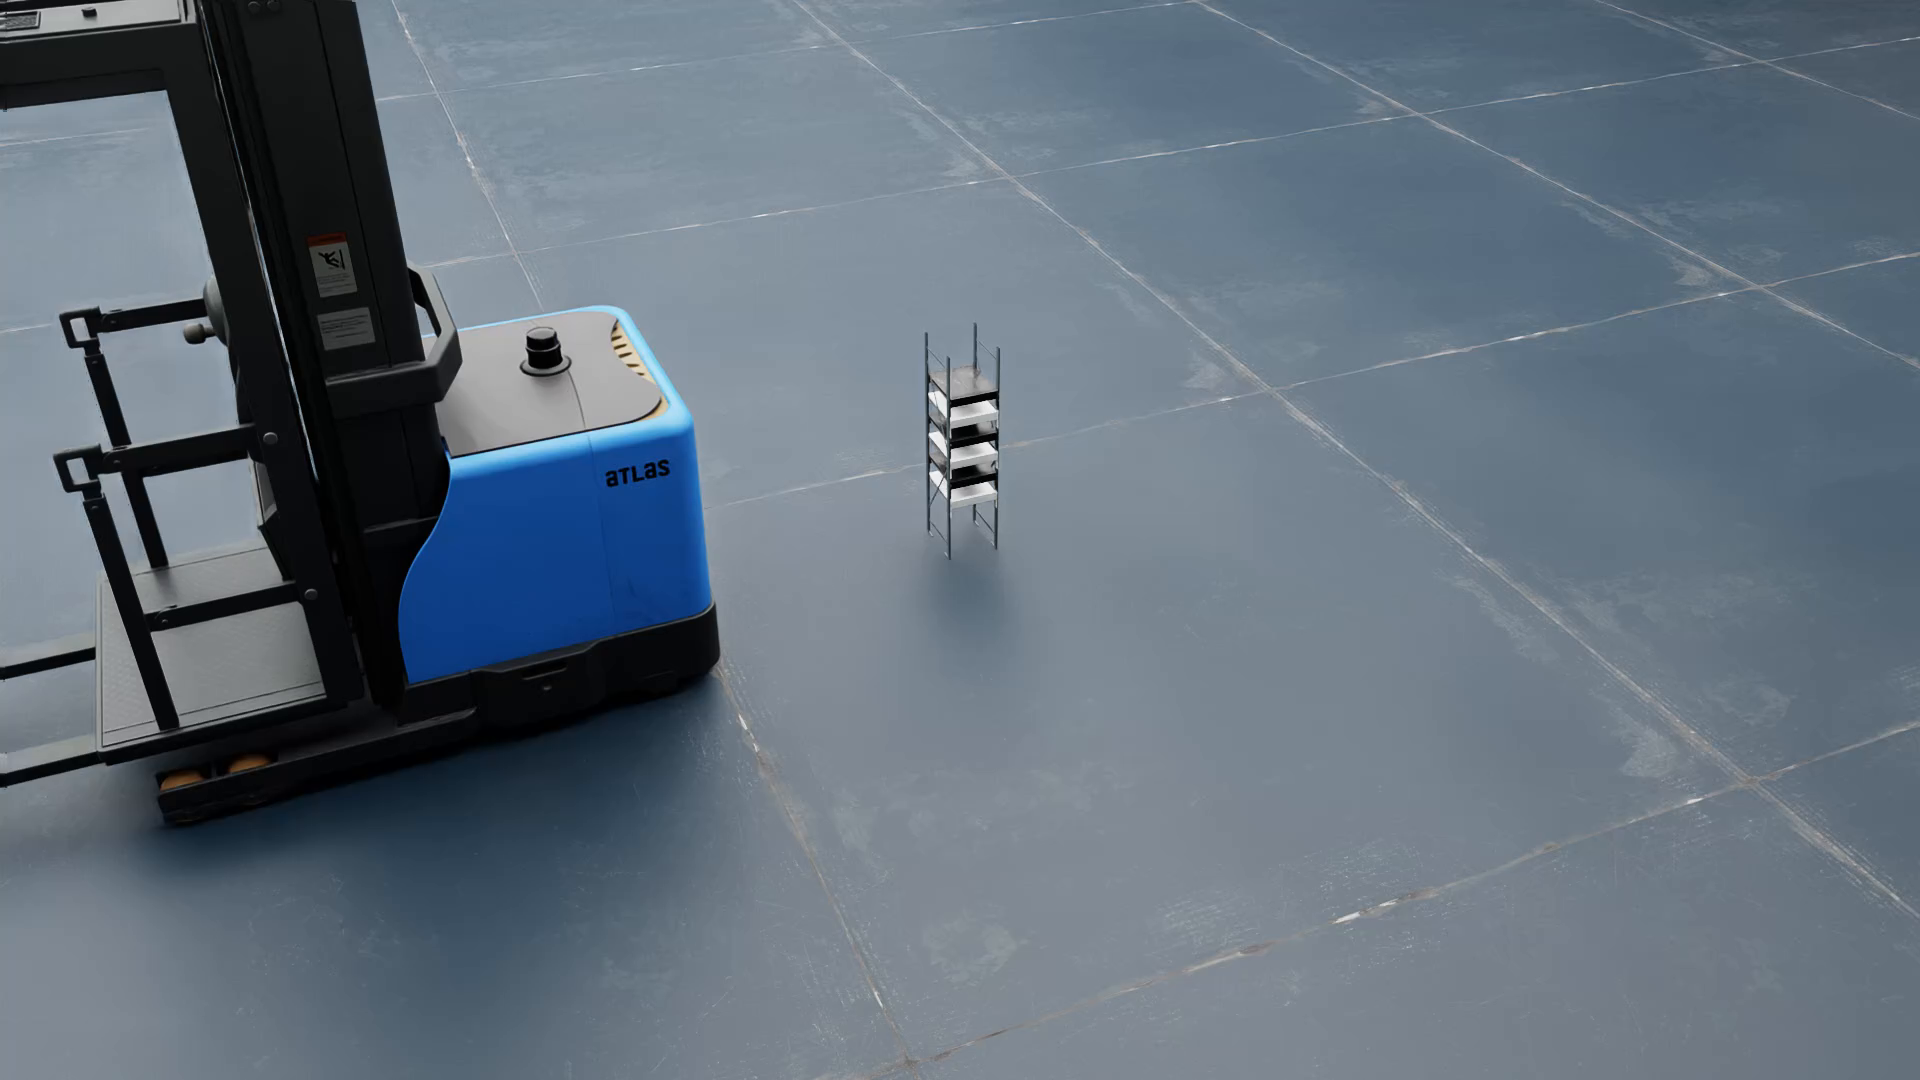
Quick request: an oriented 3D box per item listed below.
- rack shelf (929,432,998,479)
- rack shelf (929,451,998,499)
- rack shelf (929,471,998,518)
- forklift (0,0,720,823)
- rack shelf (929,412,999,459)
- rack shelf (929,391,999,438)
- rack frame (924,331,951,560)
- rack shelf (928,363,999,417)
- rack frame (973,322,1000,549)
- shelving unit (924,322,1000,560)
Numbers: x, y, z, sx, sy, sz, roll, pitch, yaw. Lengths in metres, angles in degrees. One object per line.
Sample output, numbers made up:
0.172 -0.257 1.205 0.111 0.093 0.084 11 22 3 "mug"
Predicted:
0.007 -0.351 6.525 0.200 0.077 0.258 -13 35 -19 "rack shelf"
0.007 -0.276 6.574 0.200 0.077 0.258 -13 35 -19 "rack shelf"
0.007 -0.200 6.624 0.200 0.077 0.258 -13 35 -19 "rack shelf"
-2.426 -0.650 5.062 3.031 2.935 1.130 -13 35 -20 "forklift"
0.007 -0.426 6.476 0.200 0.077 0.258 -13 35 -19 "rack shelf"
0.007 -0.502 6.427 0.200 0.077 0.258 -13 35 -19 "rack shelf"
-0.086 -0.357 6.474 0.006 0.900 0.240 -13 35 -19 "rack frame"
0.007 -0.577 6.378 0.200 0.077 0.258 -13 35 -19 "rack shelf"
0.101 -0.400 6.540 0.006 0.900 0.240 -13 35 -19 "rack frame"
0.007 -0.379 6.507 0.210 0.900 0.258 -13 35 -19 "shelving unit"
